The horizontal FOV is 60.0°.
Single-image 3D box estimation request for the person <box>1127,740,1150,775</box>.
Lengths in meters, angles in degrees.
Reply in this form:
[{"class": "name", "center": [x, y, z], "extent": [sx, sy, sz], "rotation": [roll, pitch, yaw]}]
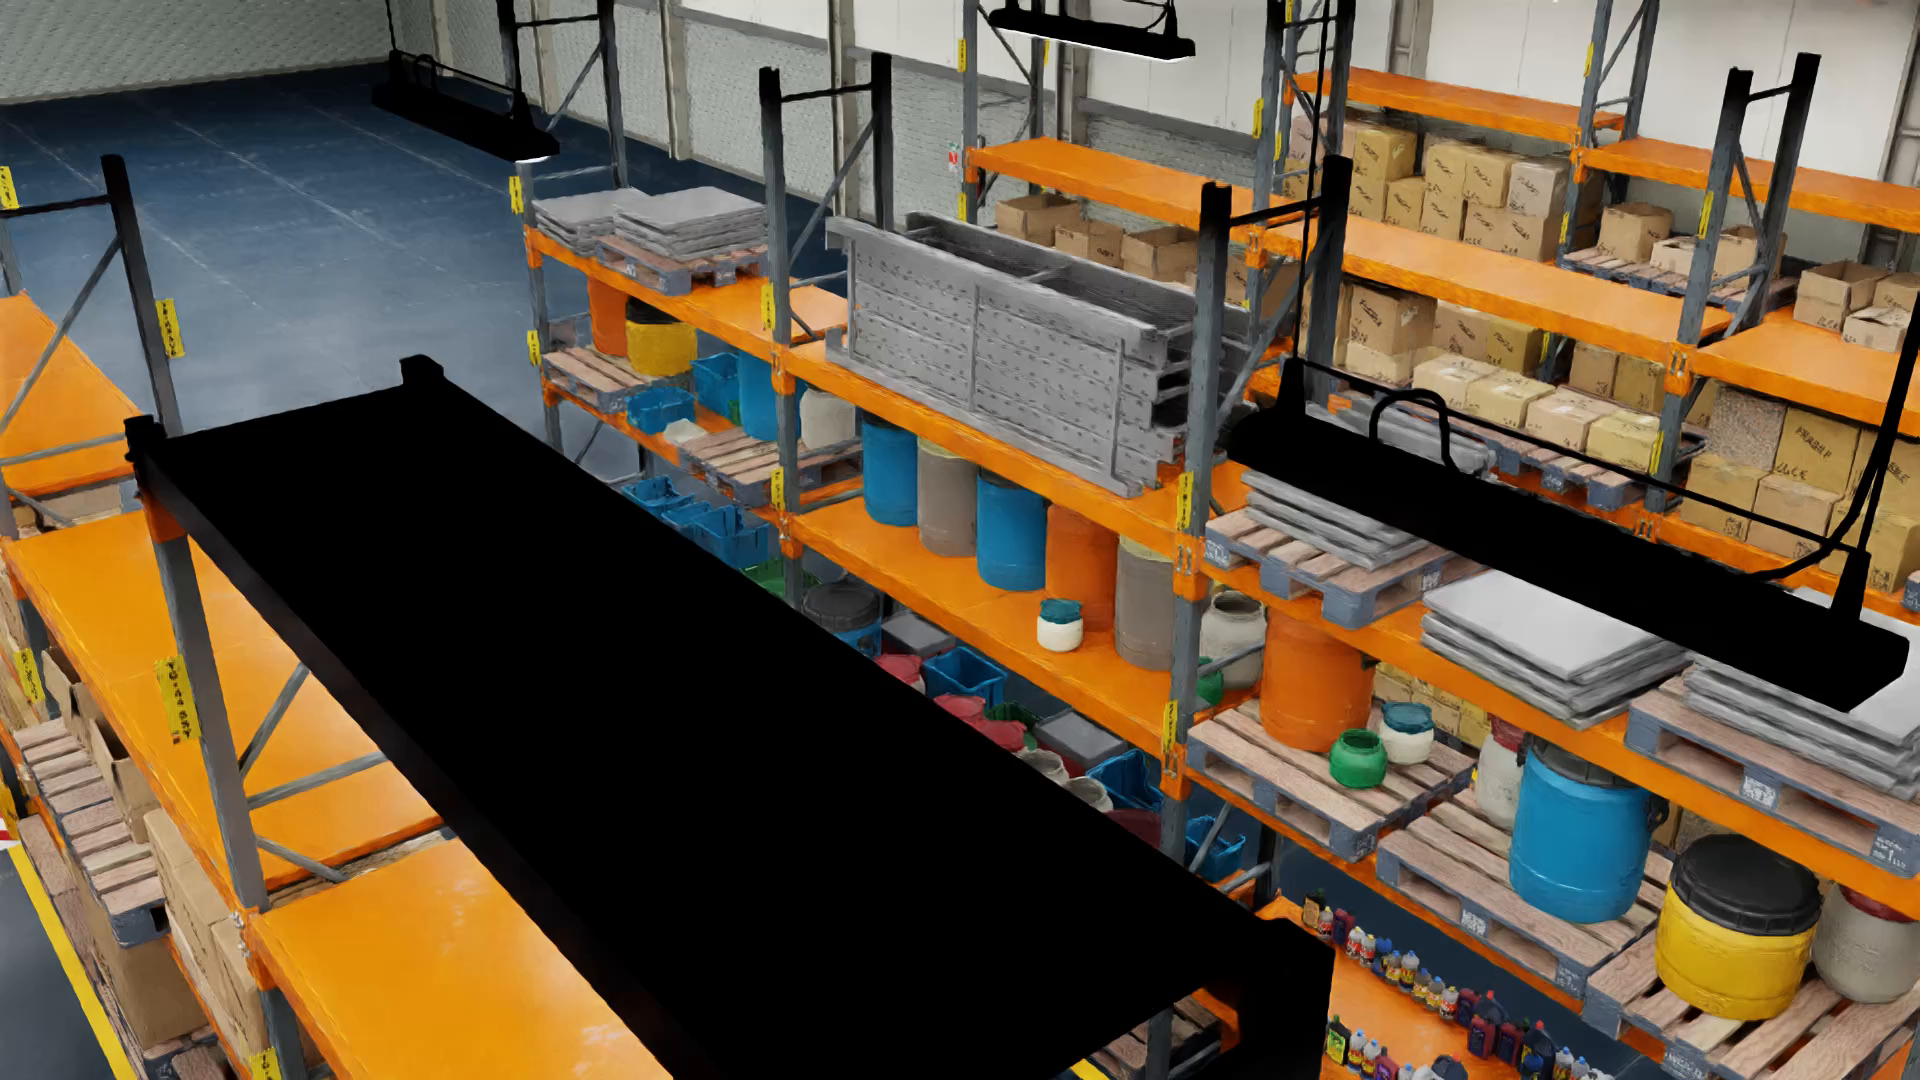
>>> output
[{"class": "person", "center": [1.364, 1.026, 14.142], "extent": [0.575, 1.714, 1.104], "rotation": [-14, 29, -26]}]
